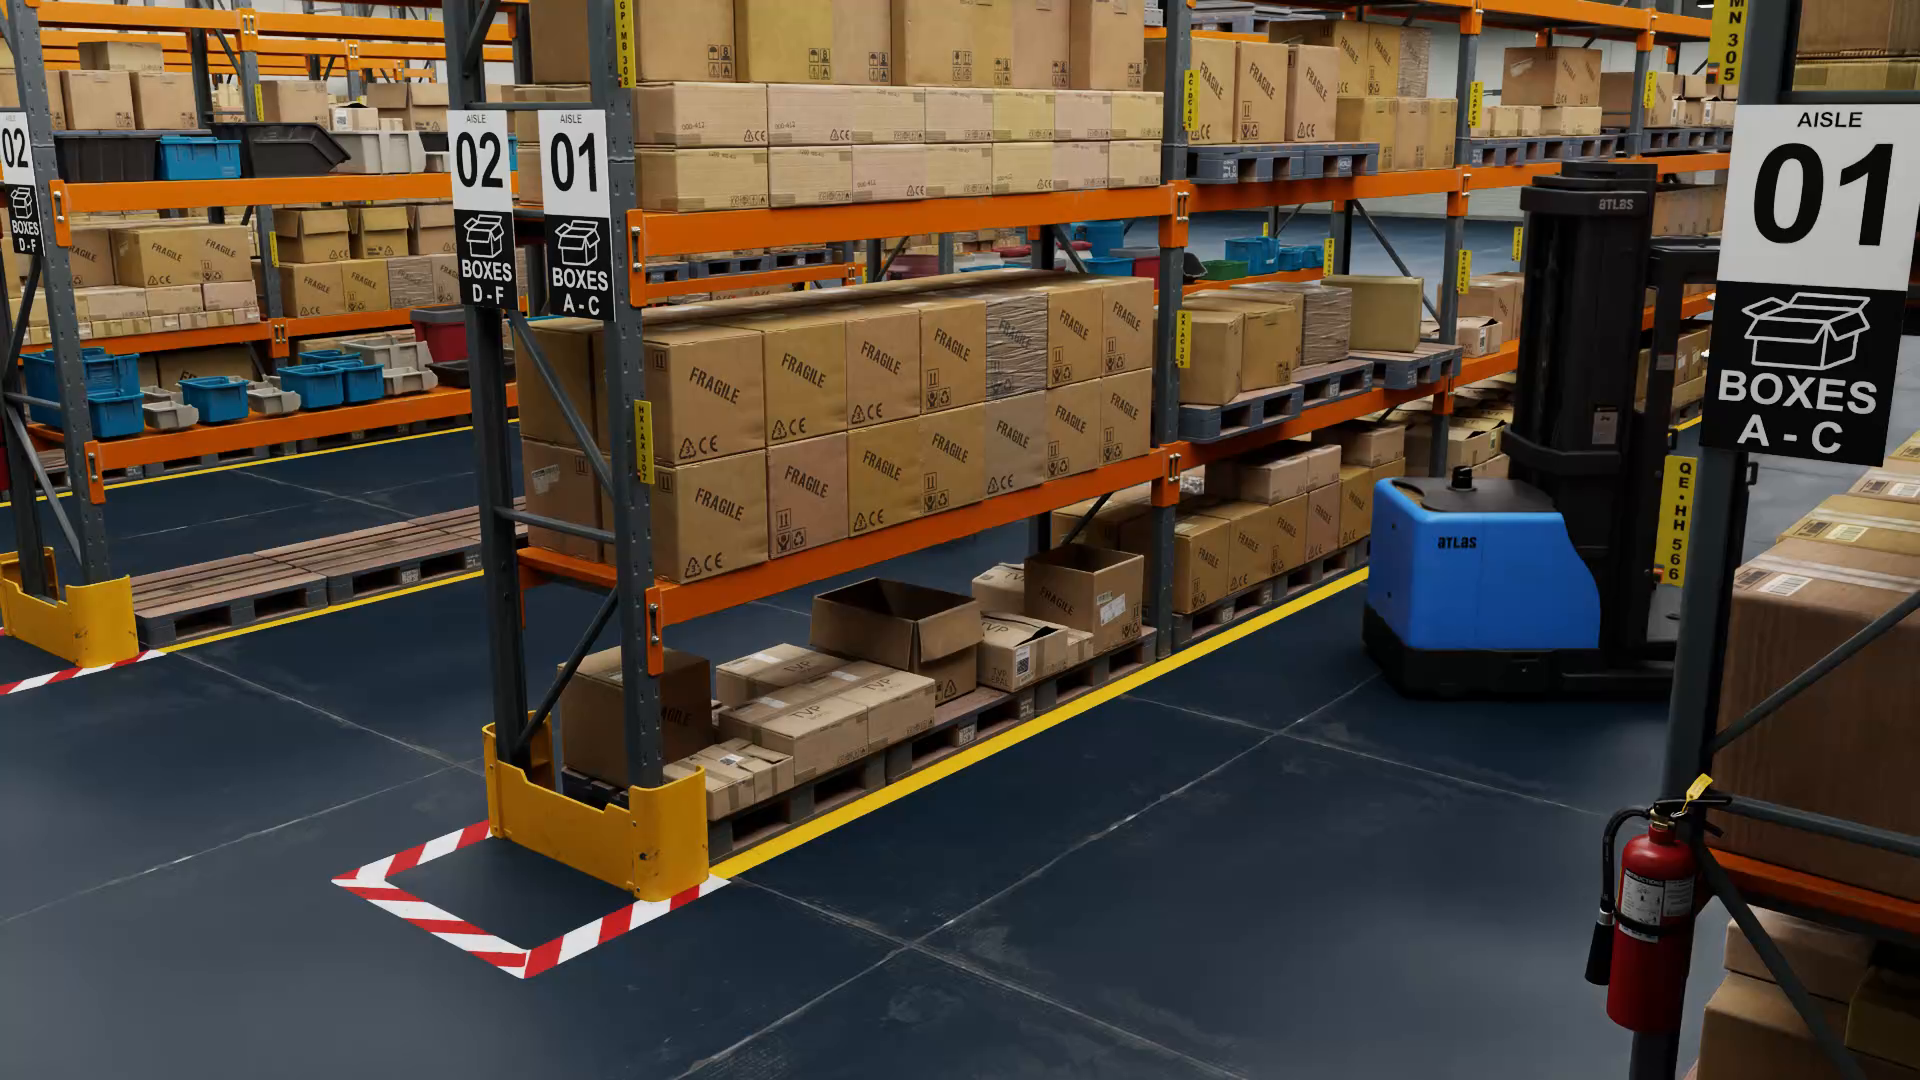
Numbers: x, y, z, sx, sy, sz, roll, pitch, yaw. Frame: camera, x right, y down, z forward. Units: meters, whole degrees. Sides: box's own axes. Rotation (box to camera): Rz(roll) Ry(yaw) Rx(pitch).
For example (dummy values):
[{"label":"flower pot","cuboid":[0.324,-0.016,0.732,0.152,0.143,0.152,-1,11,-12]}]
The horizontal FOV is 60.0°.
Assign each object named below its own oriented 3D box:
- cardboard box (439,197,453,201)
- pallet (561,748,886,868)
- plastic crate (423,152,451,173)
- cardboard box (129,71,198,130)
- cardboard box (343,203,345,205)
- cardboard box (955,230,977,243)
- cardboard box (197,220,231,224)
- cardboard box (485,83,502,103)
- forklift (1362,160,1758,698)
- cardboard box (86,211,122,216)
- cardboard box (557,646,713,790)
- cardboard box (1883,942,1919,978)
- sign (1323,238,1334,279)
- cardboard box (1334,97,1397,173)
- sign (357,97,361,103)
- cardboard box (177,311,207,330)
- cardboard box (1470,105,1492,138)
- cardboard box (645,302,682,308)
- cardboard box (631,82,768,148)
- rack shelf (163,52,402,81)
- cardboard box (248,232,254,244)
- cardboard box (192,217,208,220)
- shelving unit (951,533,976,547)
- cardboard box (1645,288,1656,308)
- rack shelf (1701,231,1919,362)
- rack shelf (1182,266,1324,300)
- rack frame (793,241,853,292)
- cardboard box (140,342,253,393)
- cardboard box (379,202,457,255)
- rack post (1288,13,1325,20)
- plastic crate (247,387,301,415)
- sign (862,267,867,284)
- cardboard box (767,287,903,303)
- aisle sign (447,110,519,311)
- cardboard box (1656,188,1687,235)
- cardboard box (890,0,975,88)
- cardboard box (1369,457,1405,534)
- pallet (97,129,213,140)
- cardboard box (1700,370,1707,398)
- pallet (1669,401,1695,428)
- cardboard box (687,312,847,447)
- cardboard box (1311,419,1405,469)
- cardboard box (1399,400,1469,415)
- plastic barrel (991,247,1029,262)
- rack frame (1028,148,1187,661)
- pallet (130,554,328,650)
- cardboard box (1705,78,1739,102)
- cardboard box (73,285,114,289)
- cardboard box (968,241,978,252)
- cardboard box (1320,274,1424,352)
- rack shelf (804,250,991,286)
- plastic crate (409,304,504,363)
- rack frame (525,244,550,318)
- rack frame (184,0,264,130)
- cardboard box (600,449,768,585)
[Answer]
[{"label":"cardboard box","cuboid":[-7.204,-4.714,23.088,0.700,0.500,0.500,11,18,37]},{"label":"pallet","cuboid":[-1.114,1.136,7.958,1.003,0.211,1.213,11,18,38]},{"label":"plastic crate","cuboid":[-3.502,-2.605,11.464,0.293,0.136,0.466,11,18,38]},{"label":"cardboard box","cuboid":[-7.296,-3.943,14.936,0.700,0.500,0.500,10,17,34]},{"label":"cardboard box","cuboid":[-9.954,-5.590,27.113,0.500,0.500,0.500,11,18,38]},{"label":"cardboard box","cuboid":[-0.245,-4.534,23.807,0.875,0.500,0.500,11,18,38]},{"label":"cardboard box","cuboid":[-9.062,-3.809,20.209,0.380,0.149,0.250,12,19,39]},{"label":"cardboard box","cuboid":[-5.138,-4.513,17.382,0.500,0.500,0.500,13,19,40]},{"label":"forklift","cuboid":[3.985,-0.647,9.453,3.031,2.935,1.130,0,14,-1]},{"label":"cardboard box","cuboid":[-12.483,-4.941,23.984,0.500,0.500,0.500,12,18,39]},{"label":"cardboard box","cuboid":[-1.512,0.808,7.769,0.500,0.500,0.500,11,18,38]},{"label":"cardboard box","cuboid":[2.950,1.220,4.872,0.380,0.149,0.250,11,18,38]},{"label":"sign","cuboid":[2.932,-2.226,13.179,0.100,0.325,0.005,11,18,38]},{"label":"cardboard box","cuboid":[2.470,-2.796,11.479,0.910,0.500,0.500,11,18,38]},{"label":"sign","cuboid":[-7.711,-5.521,21.356,0.100,0.325,0.005,11,18,38]},{"label":"cardboard box","cuboid":[-7.111,-2.018,15.222,0.380,0.149,0.250,11,18,37]},{"label":"cardboard box","cuboid":[3.923,-3.363,13.366,0.500,0.250,0.500,12,18,39]},{"label":"cardboard box","cuboid":[-3.614,-2.715,20.114,0.500,0.250,0.500,-14,20,-43]},{"label":"cardboard box","cuboid":[-1.137,-1.729,6.772,0.500,0.250,0.500,11,18,38]},{"label":"rack shelf","cuboid":[-10.788,-7.395,25.967,1.077,0.370,4.000,11,18,38]},{"label":"cardboard box","cuboid":[-8.897,-3.714,20.440,0.380,0.149,0.250,12,18,39]},{"label":"cardboard box","cuboid":[-9.397,-3.960,20.805,0.380,0.149,0.250,12,19,39]},{"label":"shelving unit","cuboid":[-0.034,-0.499,12.690,0.215,1.050,0.252,11,18,38]},{"label":"cardboard box","cuboid":[6.799,-2.678,17.105,0.700,0.500,0.500,12,18,38]},{"label":"rack shelf","cuboid":[3.450,-0.770,5.168,1.077,0.370,4.000,11,18,38]},{"label":"rack shelf","cuboid":[3.286,-3.148,20.618,1.077,0.370,4.000,11,18,38]},{"label":"rack frame","cuboid":[-1.823,-3.880,22.039,1.000,3.000,0.127,11,18,38]},{"label":"cardboard box","cuboid":[-7.328,-1.407,15.769,0.875,0.875,0.875,11,18,38]},{"label":"cardboard box","cuboid":[-5.637,-3.257,17.347,0.797,0.503,0.637,12,19,39]},{"label":"rack post","cuboid":[3.969,-6.420,20.868,0.954,0.300,0.937,-14,20,-43]},{"label":"plastic crate","cuboid":[-4.409,-0.891,10.689,0.250,0.136,0.298,11,18,38]},{"label":"sign","cuboid":[-0.917,-2.510,16.316,0.100,0.325,0.005,11,18,38]},{"label":"cardboard box","cuboid":[-0.635,-1.004,8.485,0.500,0.500,0.500,12,19,39]},{"label":"aisle sign","cuboid":[-1.943,-1.342,6.771,0.394,0.787,0.004,11,18,38]},{"label":"cardboard box","cuboid":[7.100,-3.398,17.303,0.700,0.500,0.500,11,18,38]},{"label":"cardboard box","cuboid":[-0.354,-2.412,7.936,0.700,0.500,0.500,11,18,38]},{"label":"cardboard box","cuboid":[2.961,-0.366,12.392,0.500,0.500,0.500,12,19,40]},{"label":"pallet","cuboid":[-7.373,-3.603,15.040,1.003,0.211,1.213,11,18,38]},{"label":"cardboard box","cuboid":[7.982,-1.737,18.336,0.500,0.250,0.500,11,18,38]},{"label":"pallet","cuboid":[7.179,-1.375,17.843,1.003,0.211,1.213,11,18,38]},{"label":"cardboard box","cuboid":[-0.856,-0.726,7.393,0.500,0.500,0.500,11,18,38]},{"label":"cardboard box","cuboid":[2.928,-0.718,12.255,0.500,0.250,0.500,12,19,40]},{"label":"cardboard box","cuboid":[4.144,-1.058,14.524,0.500,0.311,0.500,11,18,37]},{"label":"plastic barrel","cuboid":[0.524,-2.806,17.538,0.433,0.535,0.433,0,14,0]},{"label":"rack frame","cuboid":[0.852,-0.814,9.971,1.000,3.000,0.127,11,18,38]},{"label":"pallet","cuboid":[-4.964,0.384,10.917,1.003,0.211,1.213,11,18,38]},{"label":"cardboard box","cuboid":[8.029,-4.778,18.136,0.797,0.503,0.637,13,19,41]},{"label":"cardboard box","cuboid":[-7.988,-2.175,15.030,0.500,0.250,0.500,12,18,39]},{"label":"cardboard box","cuboid":[0.039,-4.247,23.995,0.380,0.149,0.250,11,18,38]},{"label":"cardboard box","cuboid":[3.058,-1.694,12.379,0.700,0.500,0.500,5,15,19]},{"label":"rack shelf","cuboid":[-0.566,-3.914,23.635,1.077,0.370,4.000,11,18,38]},{"label":"plastic crate","cuboid":[-3.755,-1.509,12.456,0.402,0.464,0.583,11,18,38]},{"label":"rack frame","cuboid":[-2.999,-1.581,12.991,1.000,3.000,0.127,11,18,38]},{"label":"rack frame","cuboid":[-6.851,-5.255,15.270,1.000,3.000,0.127,11,18,38]},{"label":"cardboard box","cuboid":[-1.178,-0.141,7.117,0.500,0.500,0.500,12,18,39]}]
